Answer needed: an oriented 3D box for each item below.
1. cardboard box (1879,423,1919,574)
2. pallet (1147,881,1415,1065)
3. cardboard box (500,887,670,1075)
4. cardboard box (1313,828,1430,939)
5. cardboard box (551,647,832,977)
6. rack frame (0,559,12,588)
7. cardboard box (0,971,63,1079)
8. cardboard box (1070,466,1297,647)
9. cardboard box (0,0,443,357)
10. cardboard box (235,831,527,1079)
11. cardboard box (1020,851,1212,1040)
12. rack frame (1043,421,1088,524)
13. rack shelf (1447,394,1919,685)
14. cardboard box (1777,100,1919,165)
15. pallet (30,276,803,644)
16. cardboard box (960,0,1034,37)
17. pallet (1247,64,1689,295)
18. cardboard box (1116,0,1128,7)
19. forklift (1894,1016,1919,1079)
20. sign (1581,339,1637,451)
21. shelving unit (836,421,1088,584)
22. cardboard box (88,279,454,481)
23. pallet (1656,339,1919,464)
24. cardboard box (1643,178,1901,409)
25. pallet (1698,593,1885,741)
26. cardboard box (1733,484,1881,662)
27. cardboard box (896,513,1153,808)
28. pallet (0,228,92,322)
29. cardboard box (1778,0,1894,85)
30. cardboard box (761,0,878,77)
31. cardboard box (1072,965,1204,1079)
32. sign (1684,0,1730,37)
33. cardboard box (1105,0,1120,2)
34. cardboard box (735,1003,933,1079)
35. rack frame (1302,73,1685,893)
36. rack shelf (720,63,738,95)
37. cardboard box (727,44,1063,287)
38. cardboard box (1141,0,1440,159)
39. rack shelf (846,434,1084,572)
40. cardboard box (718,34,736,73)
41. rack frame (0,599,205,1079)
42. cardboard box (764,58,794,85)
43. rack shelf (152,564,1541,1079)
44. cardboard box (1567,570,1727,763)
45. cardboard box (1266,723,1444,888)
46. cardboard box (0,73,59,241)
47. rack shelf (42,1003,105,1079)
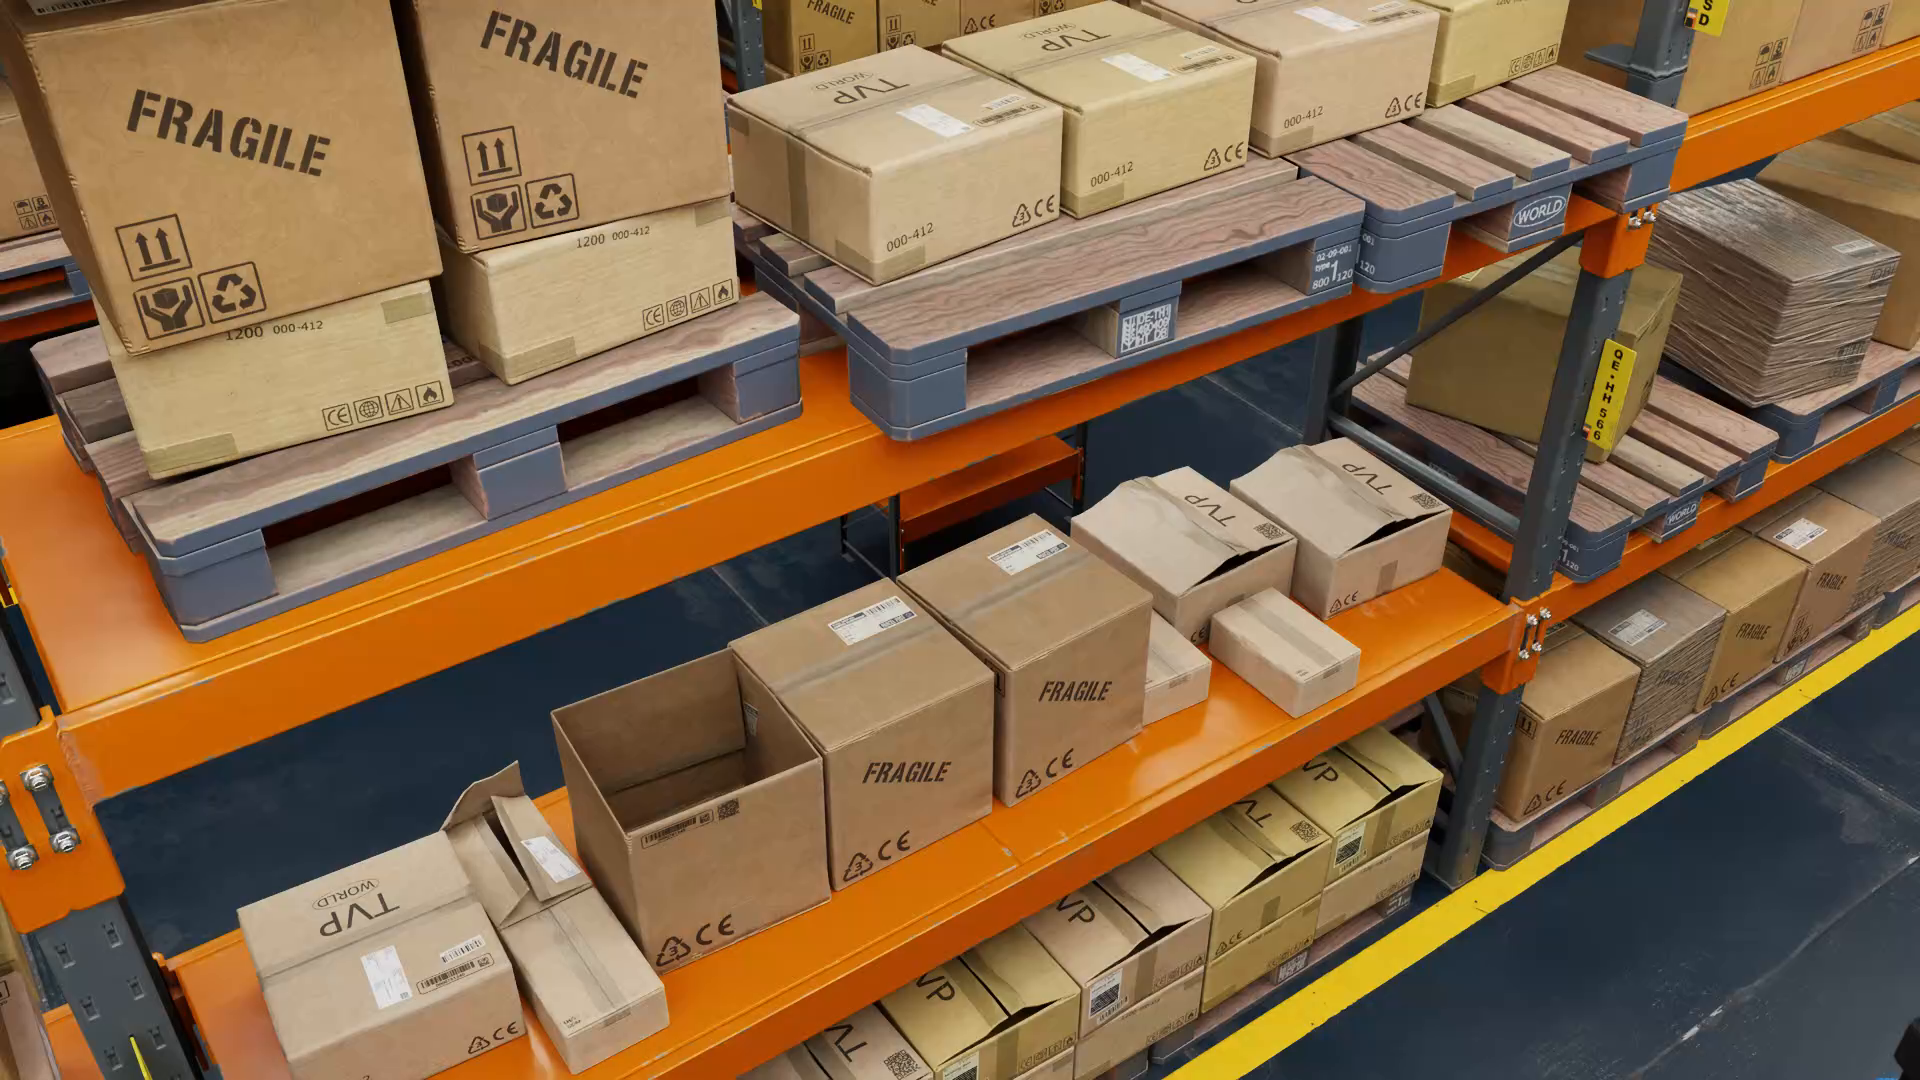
[{"bbox_3d":[4.157,-0.251,7.295,0.500,0.500,0.500,-22,41,-28],"label":"cardboard box"},{"bbox_3d":[0.840,1.183,5.924,1.213,0.211,1.003,-22,41,-28],"label":"pallet"},{"bbox_3d":[-0.893,1.040,3.950,0.250,0.149,0.380,-22,41,-28],"label":"cardboard box"},{"bbox_3d":[1.245,1.032,5.741,0.500,0.250,0.500,-21,41,-27],"label":"cardboard box"},{"bbox_3d":[-0.667,0.670,4.164,0.500,0.500,0.500,-19,40,-25],"label":"cardboard box"},{"bbox_3d":[-4.591,-1.225,6.884,0.127,3.000,1.000,-22,41,-28],"label":"rack frame"},{"bbox_3d":[-1.833,1.028,3.110,0.250,0.149,0.380,-22,41,-28],"label":"cardboard box"},{"bbox_3d":[0.692,0.037,5.205,0.500,0.311,0.500,-23,42,-28],"label":"cardboard box"},{"bbox_3d":[-1.208,-0.682,2.687,0.500,0.500,0.500,-22,41,-27],"label":"cardboard box"},{"bbox_3d":[-1.357,1.013,3.901,0.500,0.250,0.500,-20,40,-25],"label":"cardboard box"},{"bbox_3d":[0.413,1.151,5.096,0.500,0.311,0.500,-23,41,-28],"label":"cardboard box"},{"bbox_3d":[0.421,-0.630,7.662,0.032,1.125,0.500,-22,41,-28],"label":"rack frame"},{"bbox_3d":[3.170,-0.588,6.614,4.000,0.370,1.077,-22,41,-28],"label":"rack shelf"},{"bbox_3d":[3.763,-1.450,6.751,0.500,0.500,0.700,-16,39,-21],"label":"cardboard box"},{"bbox_3d":[-1.021,-0.305,3.199,1.217,0.209,0.805,-24,42,-30],"label":"pallet"},{"bbox_3d":[0.062,-3.119,9.160,0.500,0.500,0.500,-23,41,-28],"label":"cardboard box"},{"bbox_3d":[1.032,-1.077,4.272,1.003,0.211,1.213,-20,40,-26],"label":"pallet"},{"bbox_3d":[0.771,-3.166,9.782,0.250,0.149,0.380,-24,42,-29],"label":"cardboard box"},{"bbox_3d":[3.040,1.050,3.780,3.031,2.935,1.130,-21,41,-26],"label":"forklift"},{"bbox_3d":[1.857,-0.413,4.764,0.005,0.325,0.100,-22,41,-28],"label":"sign"},{"bbox_3d":[0.006,-0.459,7.425,1.048,1.125,0.538,-22,41,-28],"label":"shelving unit"},{"bbox_3d":[-1.225,-0.392,2.925,0.500,0.250,0.500,-18,39,-23],"label":"cardboard box"},{"bbox_3d":[3.122,-0.786,6.438,1.213,0.211,1.003,-22,41,-28],"label":"pallet"},{"bbox_3d":[2.842,-0.900,5.988,0.500,0.500,0.700,-15,38,-19],"label":"cardboard box"},{"bbox_3d":[3.163,0.284,7.175,1.213,0.211,1.003,-22,41,-28],"label":"pallet"},{"bbox_3d":[3.333,0.089,6.821,0.500,0.500,0.500,-24,42,-29],"label":"cardboard box"},{"bbox_3d":[0.173,0.324,4.644,0.500,0.500,0.500,-25,42,-30],"label":"cardboard box"},{"bbox_3d":[-3.883,-1.334,7.201,1.213,0.211,1.003,-22,41,-28],"label":"pallet"},{"bbox_3d":[2.289,-1.800,5.029,0.500,0.500,0.910,-22,41,-28],"label":"cardboard box"},{"bbox_3d":[-0.777,-2.781,8.690,0.500,0.500,0.500,-21,41,-27],"label":"cardboard box"},{"bbox_3d":[0.413,1.375,5.265,0.500,0.250,0.500,-21,41,-27],"label":"cardboard box"},{"bbox_3d":[1.848,-1.399,4.047,0.005,0.325,0.100,-22,41,-28],"label":"sign"},{"bbox_3d":[0.889,-3.468,9.646,0.500,0.500,0.500,-22,41,-28],"label":"cardboard box"},{"bbox_3d":[-0.419,1.496,4.616,0.500,0.311,0.500,-24,42,-29],"label":"cardboard box"},{"bbox_3d":[1.535,-0.207,5.469,0.127,3.000,1.000,-22,41,-28],"label":"rack frame"},{"bbox_3d":[0.313,-2.951,9.900,4.000,0.370,1.077,-22,41,-28],"label":"rack shelf"},{"bbox_3d":[-0.136,-0.803,3.497,0.500,0.250,0.500,-26,43,-32],"label":"cardboard box"},{"bbox_3d":[0.779,-1.170,4.008,0.500,0.250,0.500,-21,41,-27],"label":"cardboard box"},{"bbox_3d":[0.006,-0.260,7.567,1.000,0.278,0.538,-22,41,-28],"label":"rack shelf"},{"bbox_3d":[-1.203,-2.708,9.144,0.250,0.149,0.380,-22,41,-27],"label":"cardboard box"},{"bbox_3d":[-1.735,1.138,3.598,0.127,3.000,1.000,-22,41,-28],"label":"rack frame"},{"bbox_3d":[-0.919,-2.476,8.822,0.250,0.149,0.380,-23,42,-29],"label":"cardboard box"},{"bbox_3d":[-0.100,0.758,4.744,4.000,0.370,1.077,-22,41,-28],"label":"rack shelf"},{"bbox_3d":[2.496,0.434,6.342,0.500,0.500,0.500,-24,42,-29],"label":"cardboard box"},{"bbox_3d":[1.249,0.805,5.577,0.500,0.311,0.500,-21,41,-27],"label":"cardboard box"},{"bbox_3d":[-4.156,-1.599,6.942,0.500,0.500,0.700,-22,41,-28],"label":"cardboard box"},{"bbox_3d":[-3.369,2.103,2.873,4.000,0.370,1.077,-22,41,-28],"label":"rack shelf"}]
